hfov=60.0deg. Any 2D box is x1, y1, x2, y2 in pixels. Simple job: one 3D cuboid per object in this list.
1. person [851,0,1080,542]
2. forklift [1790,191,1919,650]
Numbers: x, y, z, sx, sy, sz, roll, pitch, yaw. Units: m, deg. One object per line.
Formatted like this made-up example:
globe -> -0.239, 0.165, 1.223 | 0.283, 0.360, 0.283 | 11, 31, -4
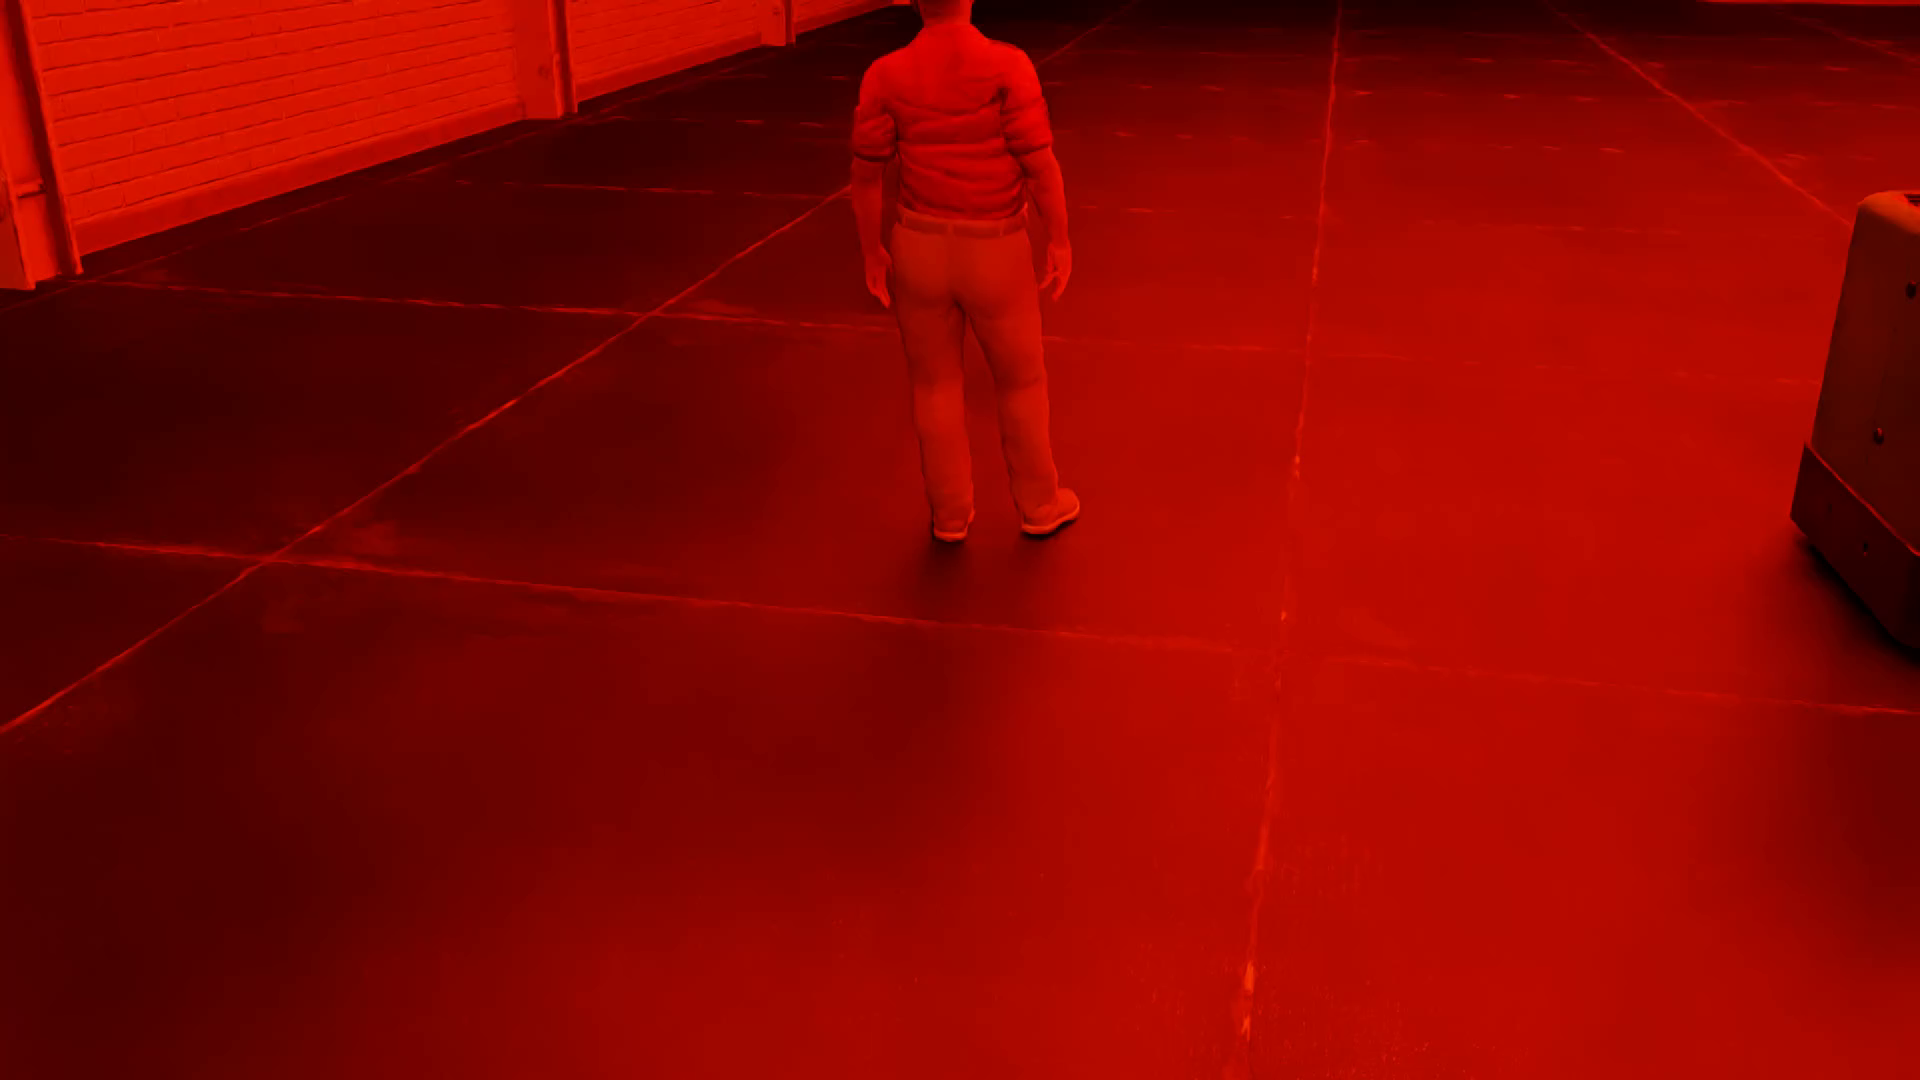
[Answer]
person -> 0.031, -0.839, 4.898 | 0.640, 1.726, 0.550 | 5, 23, 11
forklift -> 3.994, -1.114, 3.999 | 3.031, 2.935, 1.130 | 3, 22, 8
